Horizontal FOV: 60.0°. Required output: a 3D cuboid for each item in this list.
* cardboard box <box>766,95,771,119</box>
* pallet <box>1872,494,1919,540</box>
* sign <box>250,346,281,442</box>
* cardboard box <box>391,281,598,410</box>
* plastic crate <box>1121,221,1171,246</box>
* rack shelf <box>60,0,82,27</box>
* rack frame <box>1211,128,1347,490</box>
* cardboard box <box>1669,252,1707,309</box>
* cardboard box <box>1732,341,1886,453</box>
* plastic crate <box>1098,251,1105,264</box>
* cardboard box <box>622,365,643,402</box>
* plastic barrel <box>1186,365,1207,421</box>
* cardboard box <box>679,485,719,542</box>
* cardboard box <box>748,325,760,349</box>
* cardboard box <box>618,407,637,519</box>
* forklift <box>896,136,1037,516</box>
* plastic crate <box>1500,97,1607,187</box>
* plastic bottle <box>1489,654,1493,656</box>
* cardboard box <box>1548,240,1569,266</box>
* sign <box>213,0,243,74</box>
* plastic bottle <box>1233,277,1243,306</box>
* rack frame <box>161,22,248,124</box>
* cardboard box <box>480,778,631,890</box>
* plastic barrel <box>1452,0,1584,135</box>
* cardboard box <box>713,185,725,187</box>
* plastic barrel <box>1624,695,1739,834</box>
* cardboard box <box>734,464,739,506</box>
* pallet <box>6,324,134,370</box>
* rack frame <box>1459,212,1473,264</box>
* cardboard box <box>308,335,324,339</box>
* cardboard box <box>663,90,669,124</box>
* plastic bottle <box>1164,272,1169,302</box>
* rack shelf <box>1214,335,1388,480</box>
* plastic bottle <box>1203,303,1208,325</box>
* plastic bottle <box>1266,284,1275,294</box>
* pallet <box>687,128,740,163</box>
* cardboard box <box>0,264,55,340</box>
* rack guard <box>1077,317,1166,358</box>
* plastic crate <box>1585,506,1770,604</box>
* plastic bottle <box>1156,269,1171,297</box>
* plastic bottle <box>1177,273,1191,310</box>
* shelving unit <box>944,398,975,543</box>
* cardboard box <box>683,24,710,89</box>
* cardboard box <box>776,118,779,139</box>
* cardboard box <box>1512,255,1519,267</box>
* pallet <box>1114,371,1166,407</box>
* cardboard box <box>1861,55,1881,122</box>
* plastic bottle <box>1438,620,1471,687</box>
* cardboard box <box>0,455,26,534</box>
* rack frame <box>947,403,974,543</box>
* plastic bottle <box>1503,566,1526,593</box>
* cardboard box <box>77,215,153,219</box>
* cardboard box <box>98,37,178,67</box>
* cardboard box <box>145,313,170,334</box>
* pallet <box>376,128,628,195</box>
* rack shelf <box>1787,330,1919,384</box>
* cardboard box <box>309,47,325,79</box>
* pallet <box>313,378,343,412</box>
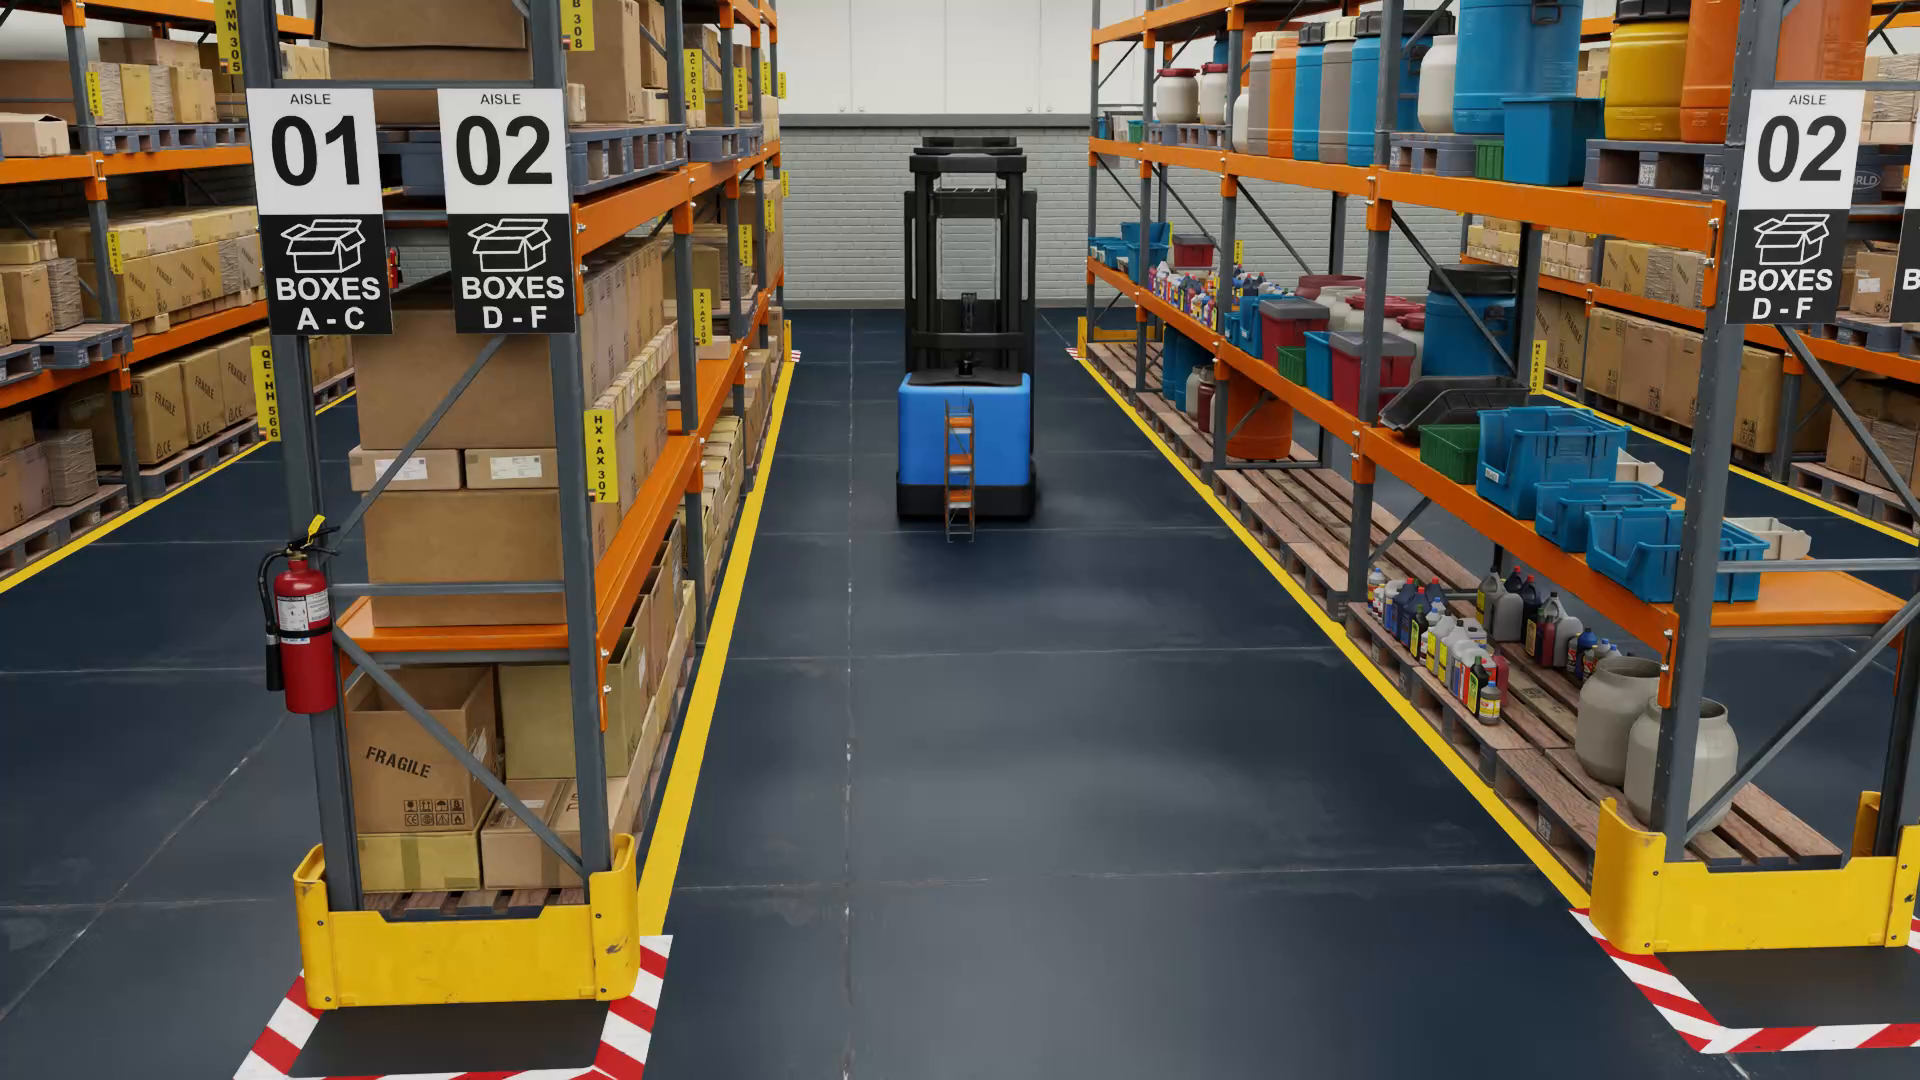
[{"bbox_3d":[-2.369,-4.804,18.455,0.500,0.250,0.500,-1,14,-3],"label":"cardboard box"},{"bbox_3d":[7.720,-0.118,12.560,1.003,0.211,1.213,-1,14,-3],"label":"pallet"},{"bbox_3d":[-2.334,-0.494,5.628,0.100,0.325,0.005,-1,14,-3],"label":"sign"},{"bbox_3d":[-1.849,-0.760,6.658,0.700,0.500,0.500,-1,14,-5],"label":"cardboard box"},{"bbox_3d":[2.369,-3.844,21.255,0.616,0.435,0.499,-1,14,-3],"label":"plastic crate"},{"bbox_3d":[-7.107,-3.602,10.711,1.077,0.370,4.000,-1,14,-3],"label":"rack shelf"},{"bbox_3d":[2.657,-1.889,13.847,1.000,3.000,0.127,-1,14,-3],"label":"rack frame"},{"bbox_3d":[7.232,-2.512,16.070,0.500,0.500,0.500,-1,14,-2],"label":"cardboard box"},{"bbox_3d":[7.579,-1.311,15.025,1.225,0.875,0.875,-2,15,-6],"label":"cardboard box"},{"bbox_3d":[1.828,-3.463,20.376,0.250,0.136,0.298,-1,14,-3],"label":"plastic crate"},{"bbox_3d":[-1.712,-0.735,7.860,0.380,0.149,0.250,0,14,-2],"label":"cardboard box"},{"bbox_3d":[2.416,-1.428,16.209,0.421,0.512,0.421,0,14,0],"label":"plastic barrel"},{"bbox_3d":[-1.842,-0.193,10.806,0.500,0.311,0.500,-1,14,-4],"label":"cardboard box"},{"bbox_3d":[-2.656,-2.279,19.492,0.797,0.503,0.637,-1,14,-3],"label":"cardboard box"},{"bbox_3d":[-1.906,-0.373,7.756,0.700,0.500,0.500,0,14,-2],"label":"cardboard box"},{"bbox_3d":[0.096,-1.919,14.102,1.130,2.935,3.031,1,14,3],"label":"forklift"},{"bbox_3d":[2.734,-1.814,7.568,0.392,0.384,0.575,-1,14,-3],"label":"plastic crate"},{"bbox_3d":[2.728,0.689,8.562,0.097,0.201,0.097,0,14,0],"label":"plastic bottle"},{"bbox_3d":[7.029,-3.266,18.903,0.500,0.250,0.500,0,14,-2],"label":"cardboard box"},{"bbox_3d":[-2.334,-1.662,5.327,0.100,0.325,0.005,-1,14,-3],"label":"sign"},{"bbox_3d":[2.710,-2.414,16.147,0.097,0.271,0.097,0,14,0],"label":"plastic bottle"},{"bbox_3d":[-7.479,-5.636,16.371,1.000,3.000,0.127,-1,14,-3],"label":"rack frame"},{"bbox_3d":[-1.602,1.168,6.643,0.500,0.250,0.500,-1,14,-3],"label":"cardboard box"},{"bbox_3d":[2.860,-2.543,8.524,0.600,0.901,0.708,-1,14,-3],"label":"plastic barrel"},{"bbox_3d":[-2.920,-3.840,19.225,0.500,0.500,0.500,-1,14,-4],"label":"cardboard box"},{"bbox_3d":[3.036,0.940,7.003,0.421,0.512,0.421,0,14,0],"label":"plastic barrel"},{"bbox_3d":[-1.975,-0.430,12.852,0.500,0.250,0.500,-1,14,-4],"label":"cardboard box"},{"bbox_3d":[-7.080,-1.467,12.594,1.213,0.211,1.003,-1,14,-3],"label":"pallet"},{"bbox_3d":[7.105,-3.955,21.877,1.000,3.000,0.127,-1,14,-3],"label":"rack frame"},{"bbox_3d":[-7.262,-2.313,18.368,0.380,0.149,0.250,0,14,-2],"label":"cardboard box"},{"bbox_3d":[-2.096,-2.878,11.131,0.500,0.250,0.500,-2,15,-8],"label":"cardboard box"},{"bbox_3d":[2.061,-2.508,16.489,0.061,0.283,0.133,-1,14,-3],"label":"plastic bottle"},{"bbox_3d":[2.781,-1.043,12.003,1.077,0.370,4.000,-1,14,-3],"label":"rack shelf"},{"bbox_3d":[2.197,-1.997,14.667,0.097,0.201,0.097,0,14,0],"label":"plastic bottle"},{"bbox_3d":[2.902,-2.255,15.531,0.097,0.271,0.097,0,14,0],"label":"plastic bottle"},{"bbox_3d":[-2.083,-2.729,11.472,1.003,0.211,1.213,0,14,-1],"label":"pallet"},{"bbox_3d":[-7.130,-1.742,12.193,0.700,0.500,0.500,-2,15,-9],"label":"cardboard box"},{"bbox_3d":[2.147,-2.673,21.914,1.175,0.500,0.348,-1,14,-3],"label":"rack guard"},{"bbox_3d":[2.823,0.053,6.599,0.499,0.251,0.616,-1,14,-3],"label":"plastic crate"},{"bbox_3d":[2.081,-2.611,16.905,0.152,0.276,0.135,-1,14,-3],"label":"plastic bottle"},{"bbox_3d":[2.148,-2.362,15.787,0.144,0.351,0.185,-1,14,-3],"label":"plastic bottle"},{"bbox_3d":[-0.003,-0.522,12.447,0.215,1.050,0.252,-1,14,-3],"label":"shelving unit"},{"bbox_3d":[-2.308,-3.907,13.465,0.500,0.500,0.500,-1,14,-3],"label":"cardboard box"},{"bbox_3d":[-2.488,-5.059,20.450,0.500,0.250,0.500,-1,14,-3],"label":"cardboard box"},{"bbox_3d":[6.894,-3.357,20.059,0.380,0.149,0.250,-1,14,-5],"label":"cardboard box"},{"bbox_3d":[2.325,-1.715,18.769,1.003,0.211,1.213,-1,14,-3],"label":"pallet"},{"bbox_3d":[7.373,-3.587,13.226,0.500,0.500,0.500,-1,14,-3],"label":"cardboard box"},{"bbox_3d":[2.590,0.582,8.678,0.144,0.351,0.185,0,14,-1],"label":"plastic bottle"},{"bbox_3d":[-7.159,-0.307,11.833,0.700,0.500,0.500,-1,14,-4],"label":"cardboard box"},{"bbox_3d":[0.004,-0.491,12.329,0.200,1.050,0.008,-1,14,-3],"label":"rack frame"},{"bbox_3d":[3.233,0.332,9.651,0.144,0.351,0.185,-1,14,-5],"label":"plastic bottle"},{"bbox_3d":[-7.607,-2.793,15.019,0.500,0.250,0.500,-1,14,-5],"label":"cardboard box"},{"bbox_3d":[-7.506,-4.450,15.193,0.500,0.250,0.500,-1,14,-5],"label":"cardboard box"},{"bbox_3d":[-6.959,-1.839,14.120,0.380,0.149,0.250,0,14,-2],"label":"cardboard box"},{"bbox_3d":[-1.809,-1.410,6.143,1.003,0.211,1.213,-1,14,-3],"label":"pallet"},{"bbox_3d":[7.725,-1.119,12.301,1.077,0.370,4.000,-1,14,-3],"label":"rack shelf"},{"bbox_3d":[-7.317,-5.158,18.285,0.500,0.500,0.500,-1,14,-3],"label":"cardboard box"},{"bbox_3d":[-7.448,-1.570,18.206,1.003,0.211,1.213,-1,14,-3],"label":"pallet"}]
